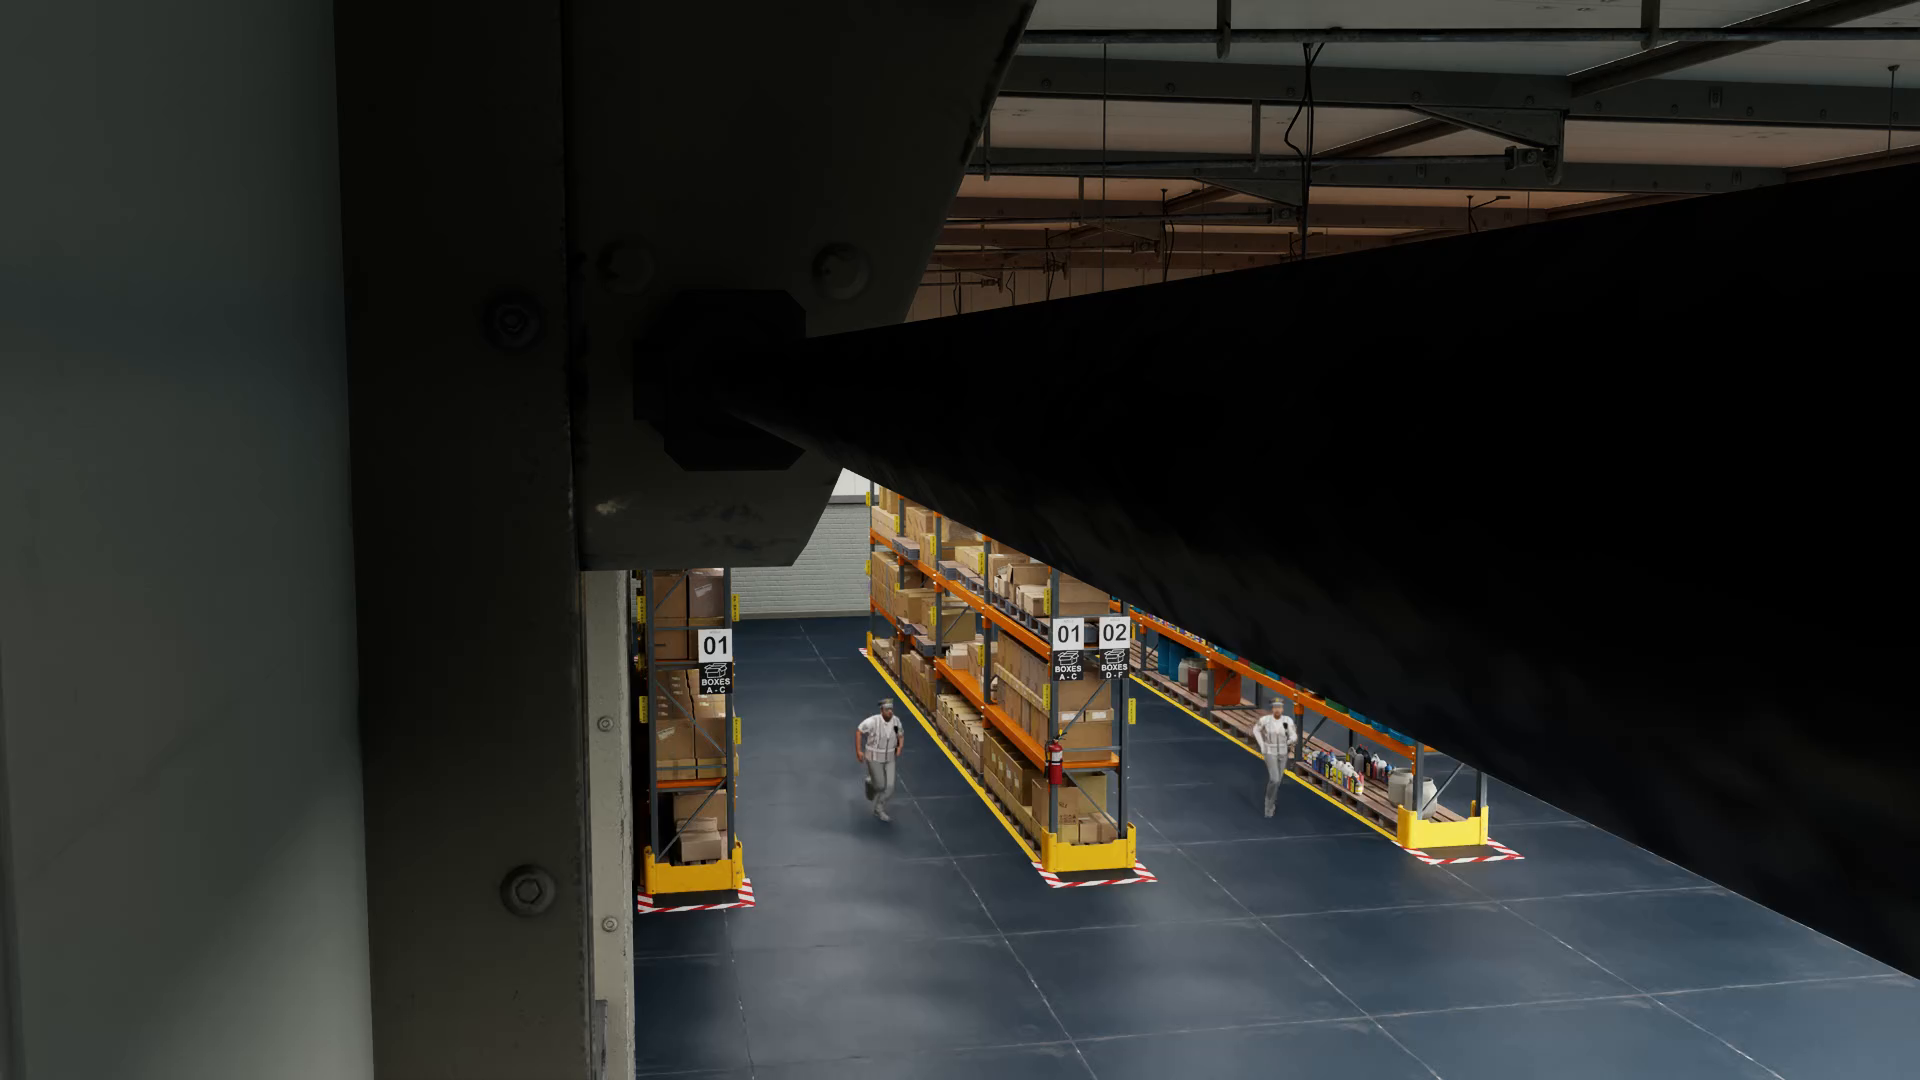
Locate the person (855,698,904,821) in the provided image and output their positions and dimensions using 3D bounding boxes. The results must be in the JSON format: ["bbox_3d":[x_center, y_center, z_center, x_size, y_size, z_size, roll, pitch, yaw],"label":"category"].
[{"bbox_3d":[-1.105,3.054,23.336,0.702,1.732,0.705,-3,7,-27],"label":"person"}]

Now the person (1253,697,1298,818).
[{"bbox_3d":[4.472,3.061,23.448,0.580,1.733,0.681,-1,6,-5],"label":"person"}]
